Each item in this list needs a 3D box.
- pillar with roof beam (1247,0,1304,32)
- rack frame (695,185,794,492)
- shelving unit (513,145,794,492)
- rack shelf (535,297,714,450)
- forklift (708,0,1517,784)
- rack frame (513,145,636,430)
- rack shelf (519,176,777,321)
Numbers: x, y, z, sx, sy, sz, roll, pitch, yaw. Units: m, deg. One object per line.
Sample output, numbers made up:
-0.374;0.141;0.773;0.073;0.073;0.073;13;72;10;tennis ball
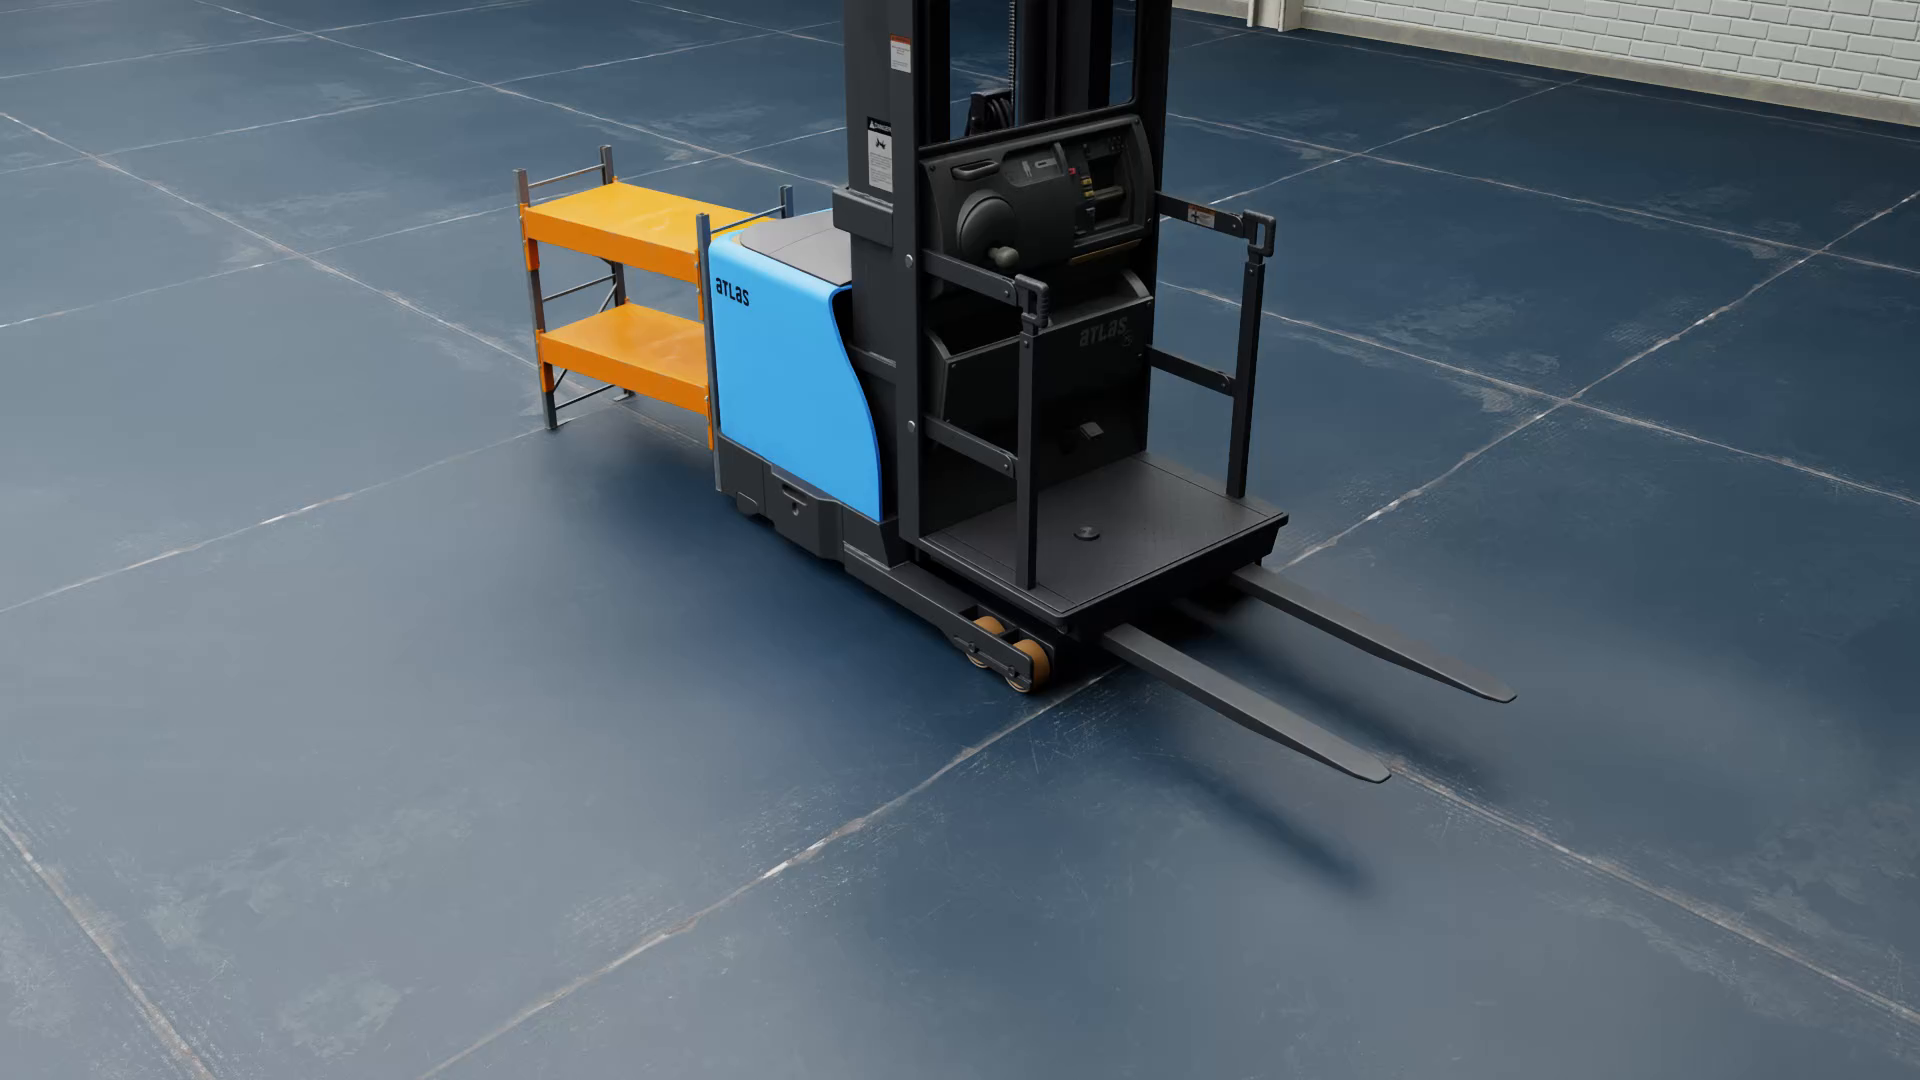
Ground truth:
-0.156;-7.232;10.334;0.400;9.000;9.100;25;36;38;pillar with roof beam
-0.811;-0.785;6.534;0.032;1.125;0.500;19;33;32;rack frame
-1.218;-0.926;6.803;1.048;1.125;0.538;19;33;32;shelving unit
-1.218;-0.710;6.917;1.000;0.278;0.538;19;33;32;rack shelf
0.407;-1.076;5.148;1.130;2.935;3.031;-22;35;-35;forklift
-1.625;-1.068;7.072;0.032;1.125;0.500;19;33;32;rack frame
-1.218;-1.185;6.667;1.000;0.278;0.538;19;33;32;rack shelf
